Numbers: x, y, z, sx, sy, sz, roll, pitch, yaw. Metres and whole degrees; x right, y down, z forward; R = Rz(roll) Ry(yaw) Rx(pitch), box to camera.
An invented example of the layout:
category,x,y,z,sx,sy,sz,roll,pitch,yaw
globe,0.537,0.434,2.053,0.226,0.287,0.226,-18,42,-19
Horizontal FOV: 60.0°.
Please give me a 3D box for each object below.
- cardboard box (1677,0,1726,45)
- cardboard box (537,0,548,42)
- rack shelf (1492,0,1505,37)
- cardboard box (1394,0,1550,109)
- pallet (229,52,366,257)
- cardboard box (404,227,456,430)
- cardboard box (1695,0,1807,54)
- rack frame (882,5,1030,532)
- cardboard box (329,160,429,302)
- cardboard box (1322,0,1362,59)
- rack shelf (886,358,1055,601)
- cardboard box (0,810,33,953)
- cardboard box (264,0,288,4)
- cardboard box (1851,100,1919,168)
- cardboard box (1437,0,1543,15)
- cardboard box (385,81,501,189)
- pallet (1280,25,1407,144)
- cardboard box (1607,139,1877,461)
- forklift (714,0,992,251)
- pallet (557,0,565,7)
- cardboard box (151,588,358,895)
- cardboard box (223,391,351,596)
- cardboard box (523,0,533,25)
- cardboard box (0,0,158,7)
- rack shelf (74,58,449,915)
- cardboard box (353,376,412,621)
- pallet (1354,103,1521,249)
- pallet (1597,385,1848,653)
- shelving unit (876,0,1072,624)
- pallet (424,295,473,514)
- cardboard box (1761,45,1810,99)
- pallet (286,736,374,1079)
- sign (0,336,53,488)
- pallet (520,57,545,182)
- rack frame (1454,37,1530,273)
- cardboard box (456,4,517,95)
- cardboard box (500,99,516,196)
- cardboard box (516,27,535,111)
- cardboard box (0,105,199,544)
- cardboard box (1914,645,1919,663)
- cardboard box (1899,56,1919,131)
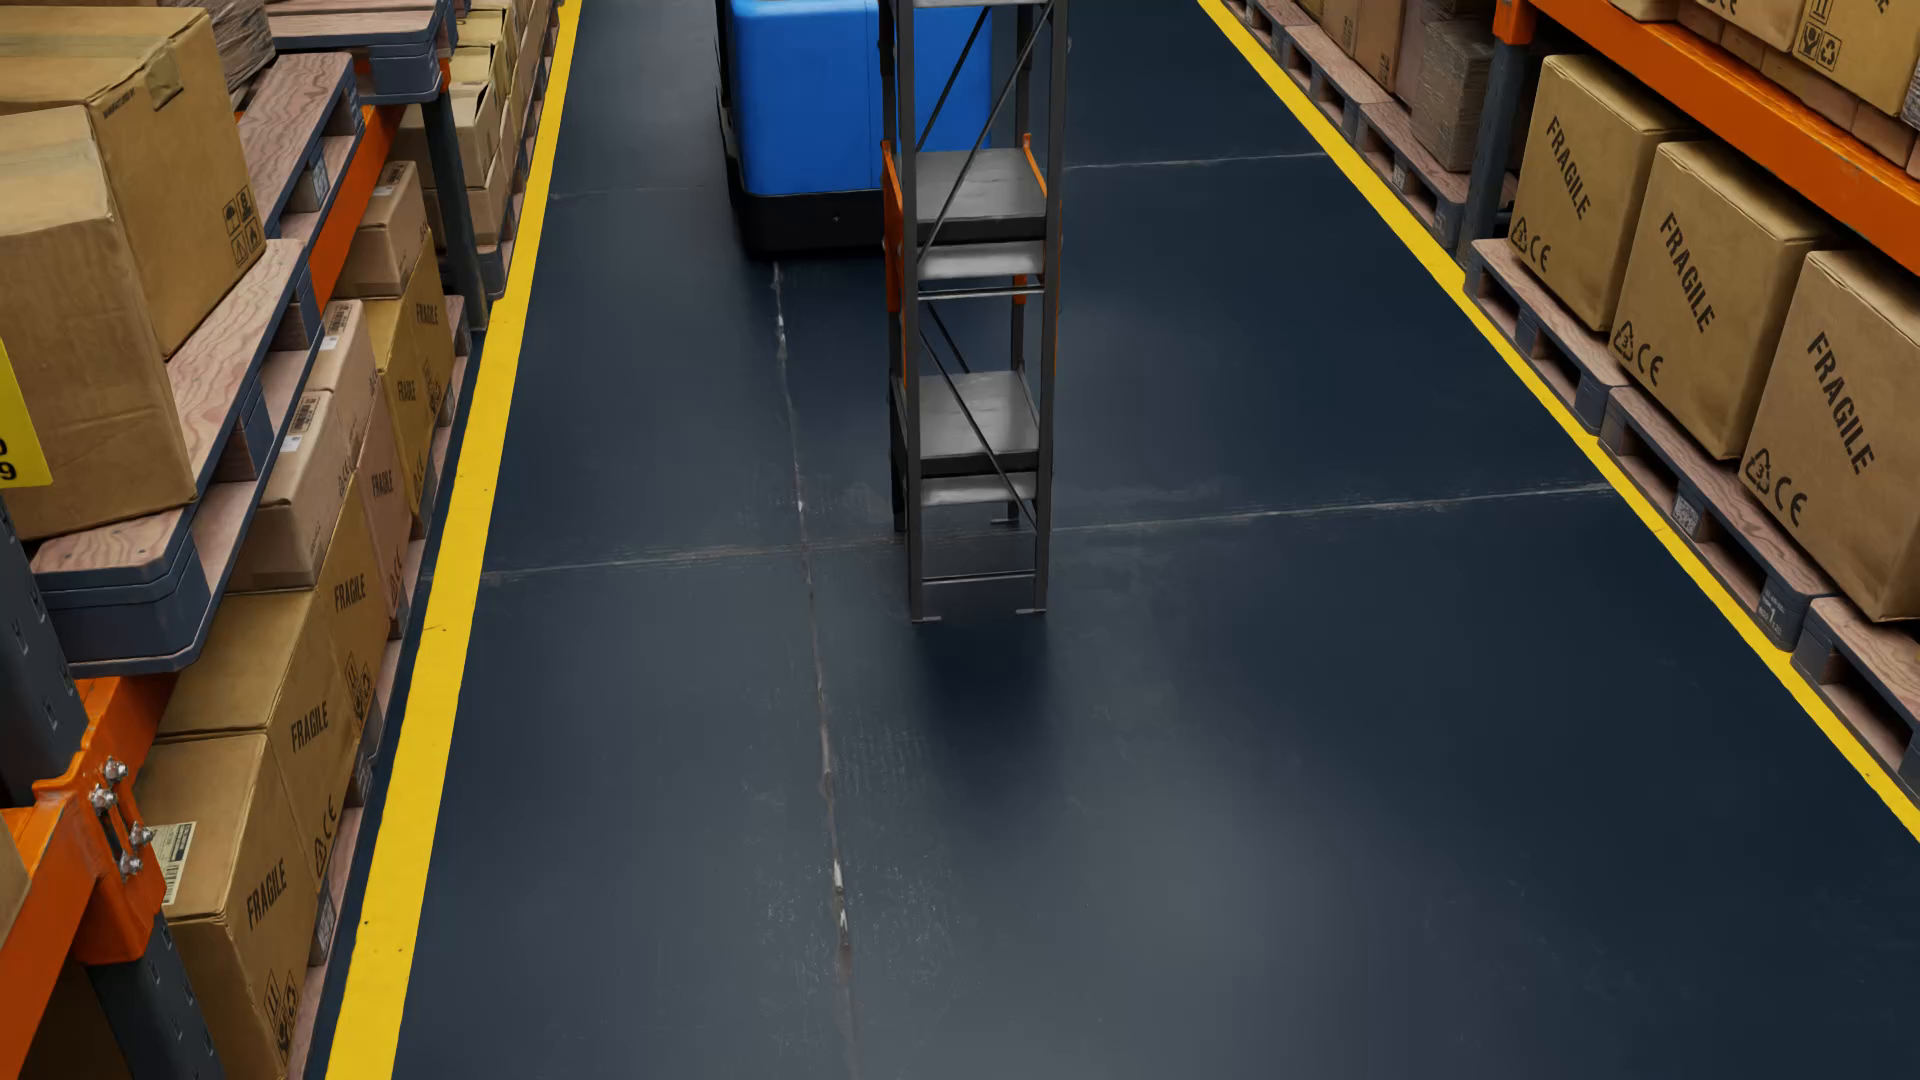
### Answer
category,x,y,z,sx,sy,sz,roll,pitch,yaw
cardboard box,2.523,-1.688,5.269,0.380,0.149,0.250,-5,35,-7
cardboard box,-2.461,-2.812,8.782,0.500,0.250,0.500,-5,35,-7
rack shelf,2.307,-3.231,7.966,1.077,0.370,4.000,-4,35,-6
cardboard box,2.473,-2.255,7.724,0.700,0.500,0.500,-4,35,-6
pallet,-2.067,-0.870,4.034,1.003,0.211,1.213,-4,35,-6
cardboard box,-1.974,-0.679,5.412,0.500,0.500,0.500,-3,34,-5
cardboard box,2.514,-1.724,4.745,0.500,0.500,0.500,-5,35,-7
rack frame,-0.011,-0.911,4.723,0.400,2.100,0.015,-4,35,-6
cardboard box,-1.963,-0.958,5.155,0.500,0.250,0.500,-3,34,-5
cardboard box,2.301,-2.811,8.540,0.700,0.500,0.500,-4,34,-6
rack shelf,0.022,-0.186,4.925,0.431,0.518,0.480,-4,35,-6
cardboard box,-1.473,0.416,1.887,0.500,0.500,0.500,-4,34,-6
cardboard box,-2.136,-1.906,4.922,0.700,0.500,0.500,-16,37,-22
cardboard box,2.636,-1.113,4.424,0.380,0.149,0.250,-3,34,-5
cardboard box,2.412,-2.591,7.552,0.500,0.250,0.500,-4,34,-5
cardboard box,-2.112,-1.618,6.531,0.500,0.311,0.500,-3,34,-5
pallet,2.311,-2.375,8.548,1.003,0.211,1.213,-4,35,-6
cardboard box,2.656,-0.787,5.278,0.750,0.750,0.750,-5,35,-7
forklift,-0.614,-3.226,7.381,1.130,2.935,3.031,-6,35,-8
pallet,-2.936,-3.561,10.288,1.003,0.211,1.213,-4,35,-6
cardboard box,-1.701,0.464,3.735,0.500,0.500,0.500,-4,34,-6
cardboard box,-1.753,-0.108,3.907,0.500,0.250,0.500,-4,35,-6
cardboard box,-2.391,-2.763,8.211,0.500,0.311,0.500,-4,35,-7
cardboard box,-2.093,-0.998,3.590,0.700,0.500,0.500,-13,36,-18
rack shelf,-2.064,-0.621,4.137,1.077,0.370,4.000,-4,35,-6
cardboard box,-1.828,-0.098,4.559,0.500,0.500,0.500,-6,35,-8
pallet,2.472,-1.696,7.551,1.003,0.211,1.213,-4,35,-6
pallet,2.768,-0.135,5.260,1.003,0.211,1.213,-4,35,-6
shelving unit,0.022,-0.775,4.523,0.431,2.100,0.503,-4,35,-6
pallet,-2.270,-0.463,5.742,1.003,0.211,1.213,-4,35,-6
cardboard box,2.591,-1.399,4.845,0.380,0.149,0.250,-4,34,-6
pallet,-1.942,0.899,3.744,1.003,0.211,1.213,-4,35,-6
sign,-1.258,-0.205,2.119,0.100,0.325,0.005,-4,35,-6
pallet,-2.566,-2.024,8.032,1.003,0.211,1.213,-4,35,-6
rack frame,2.575,-2.412,6.125,1.000,3.000,0.127,-4,35,-6
cardboard box,-2.257,-2.195,7.379,0.500,0.311,0.500,-5,35,-8
cardboard box,-2.181,-1.667,7.101,0.500,0.250,0.500,-5,35,-8
cardboard box,-2.325,-2.243,7.946,0.500,0.250,0.500,-4,34,-5
cardboard box,-1.637,-0.299,2.563,0.700,0.500,0.500,-16,37,-22
cardboard box,2.897,0.182,3.855,0.750,0.750,0.750,-4,34,-6
cardboard box,2.664,-1.156,3.911,0.500,0.500,0.500,-4,35,-6
